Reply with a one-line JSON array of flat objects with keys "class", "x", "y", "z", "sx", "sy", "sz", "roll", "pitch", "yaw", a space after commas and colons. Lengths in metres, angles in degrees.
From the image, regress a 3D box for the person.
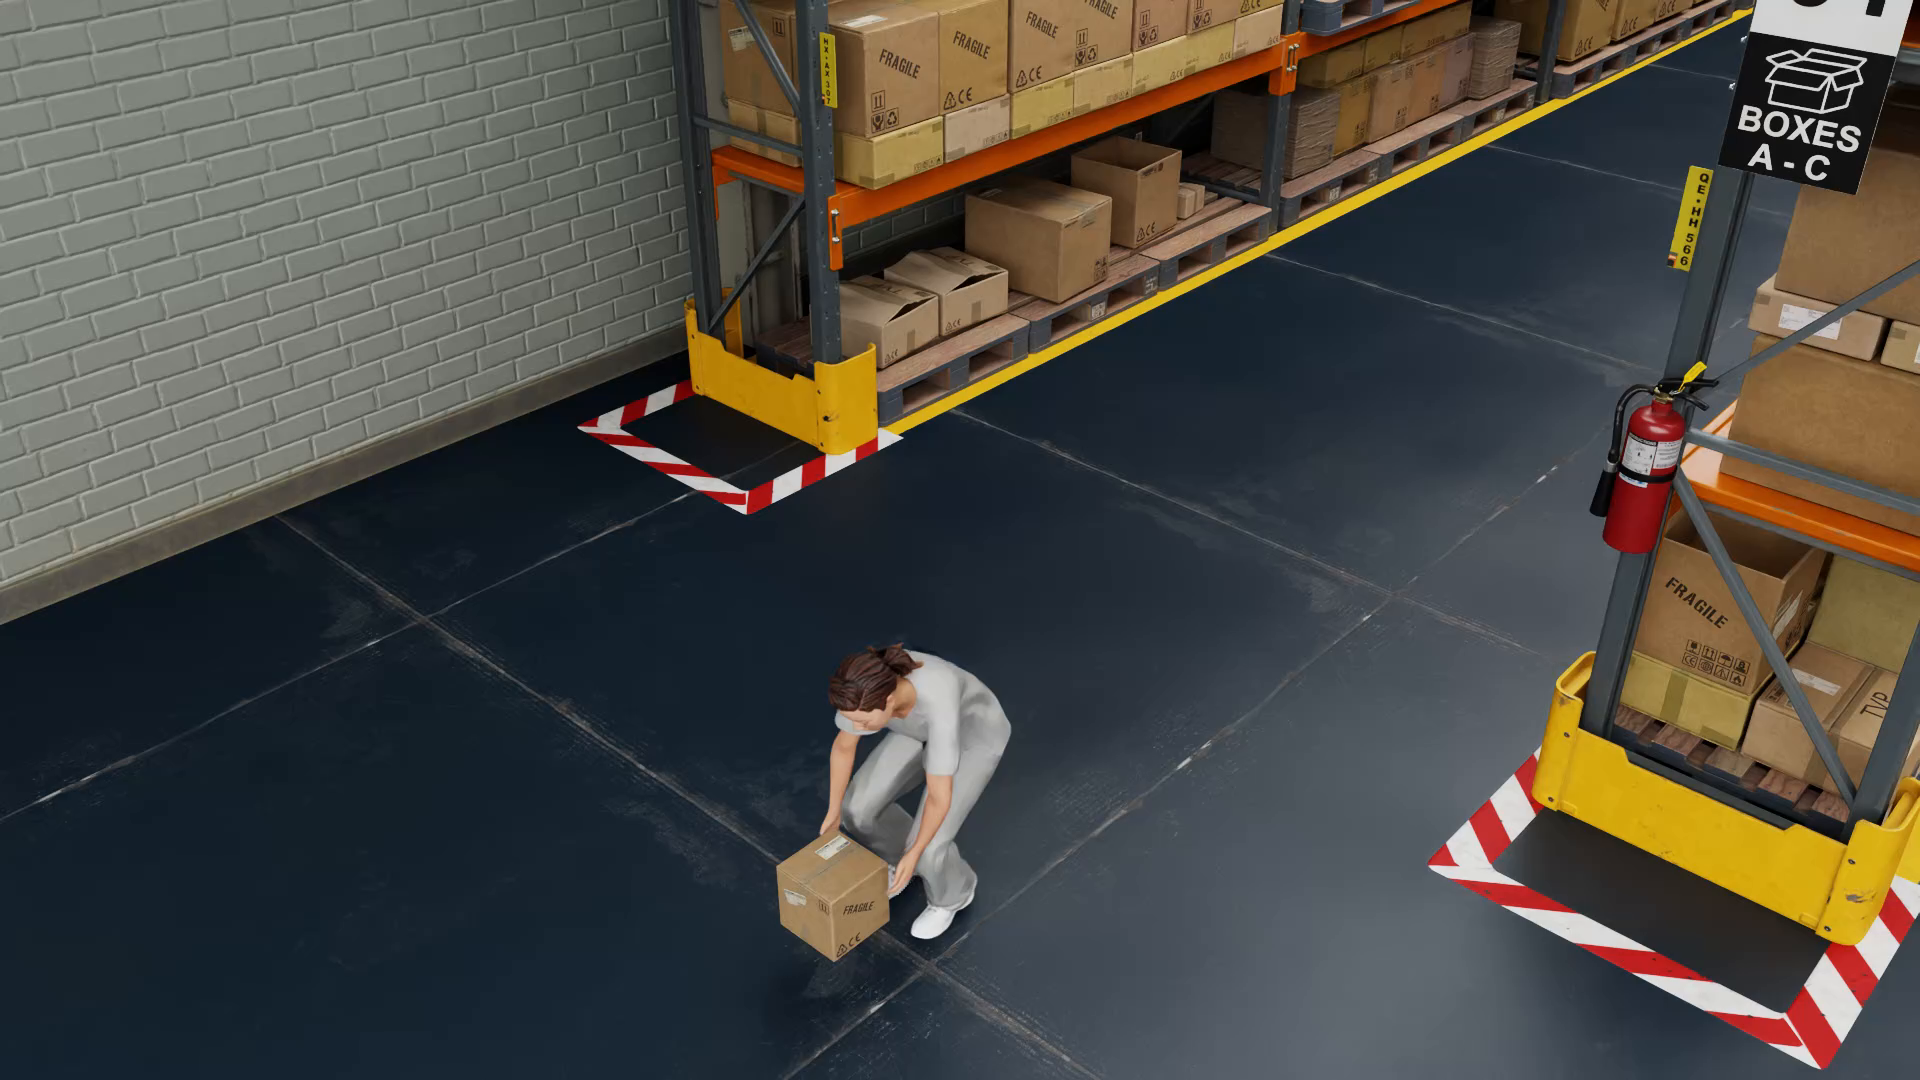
[{"class": "person", "x": -0.130, "y": 0.753, "z": 5.369, "sx": 0.495, "sy": 1.194, "sz": 0.725, "roll": 25, "pitch": 40, "yaw": 35}]
